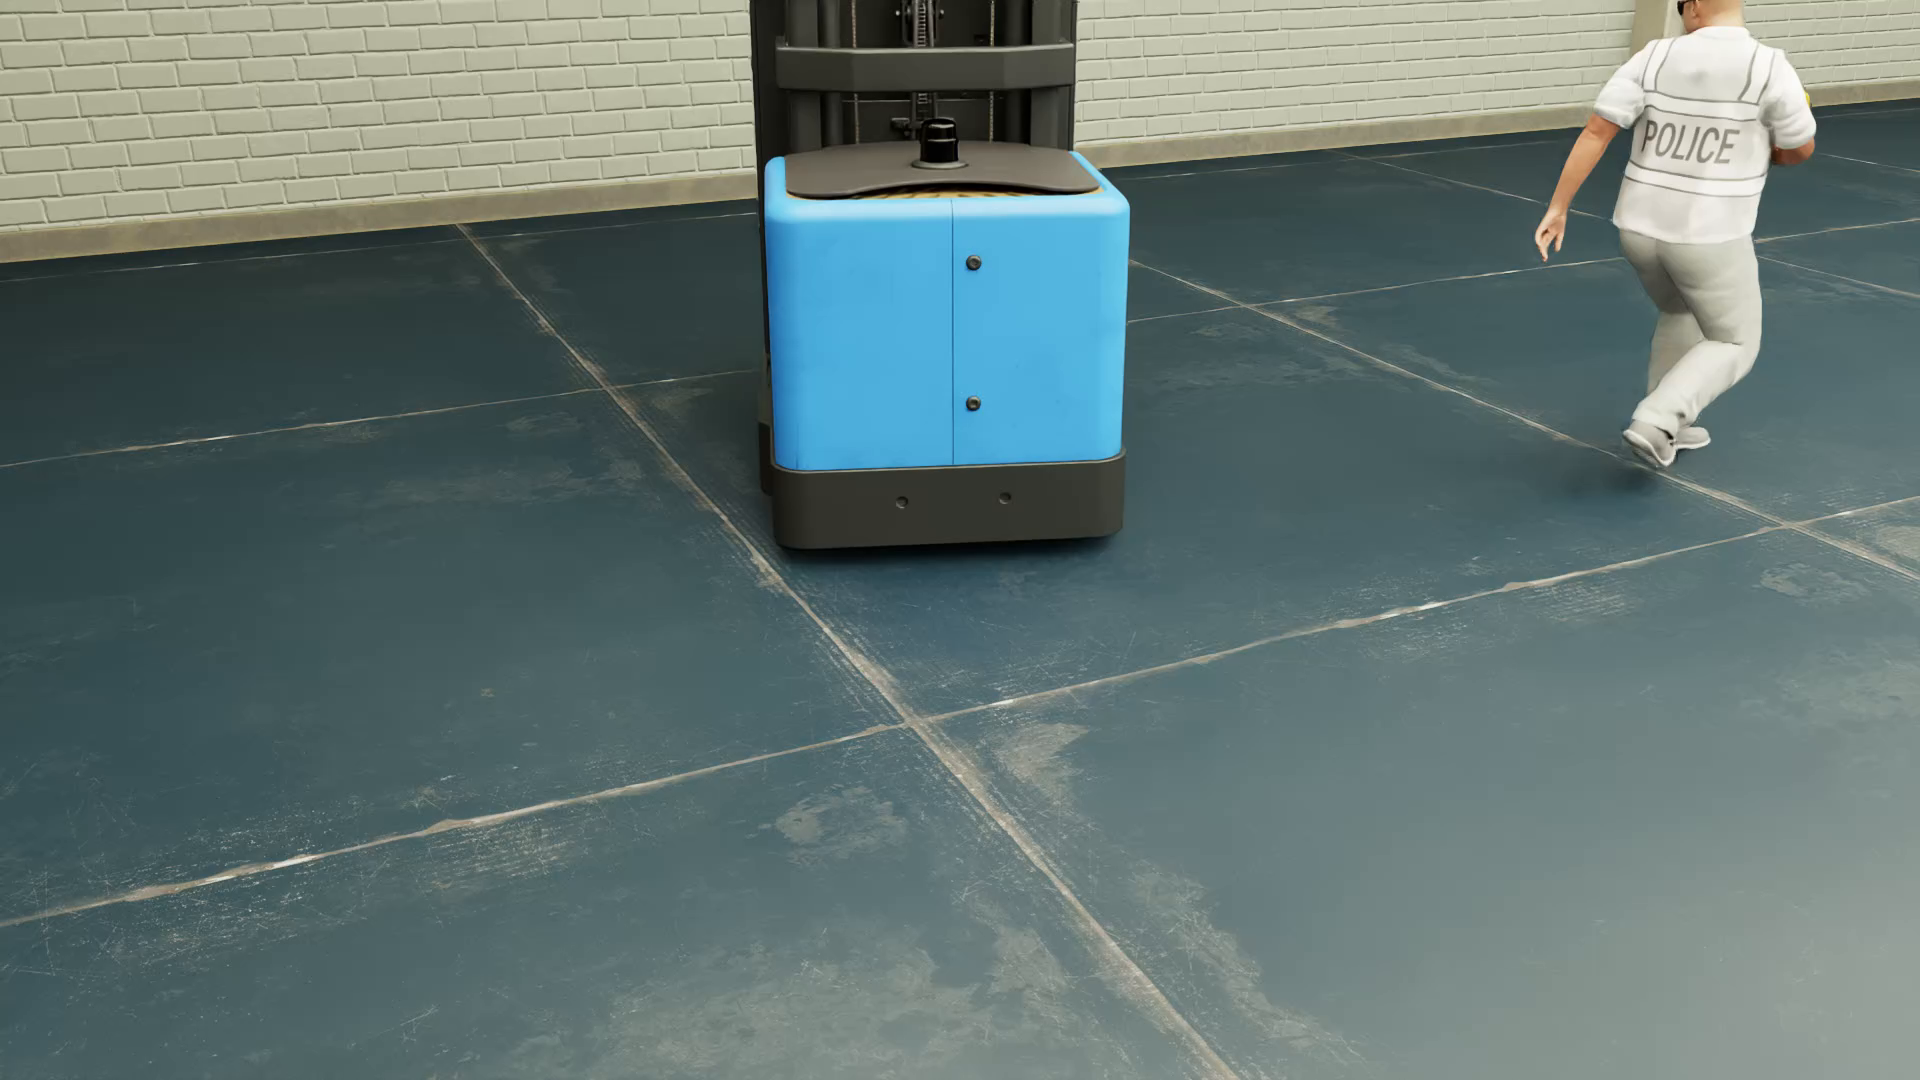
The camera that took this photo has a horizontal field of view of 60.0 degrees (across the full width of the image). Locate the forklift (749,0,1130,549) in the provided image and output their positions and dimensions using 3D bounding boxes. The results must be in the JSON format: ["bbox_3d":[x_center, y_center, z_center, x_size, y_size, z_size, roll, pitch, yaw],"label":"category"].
[{"bbox_3d":[-0.181,-1.854,5.749,1.130,2.935,3.031,-2,23,-6],"label":"forklift"}]

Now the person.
[{"bbox_3d":[2.377,-1.039,5.455,0.779,1.678,0.628,-14,27,-31],"label":"person"}]
